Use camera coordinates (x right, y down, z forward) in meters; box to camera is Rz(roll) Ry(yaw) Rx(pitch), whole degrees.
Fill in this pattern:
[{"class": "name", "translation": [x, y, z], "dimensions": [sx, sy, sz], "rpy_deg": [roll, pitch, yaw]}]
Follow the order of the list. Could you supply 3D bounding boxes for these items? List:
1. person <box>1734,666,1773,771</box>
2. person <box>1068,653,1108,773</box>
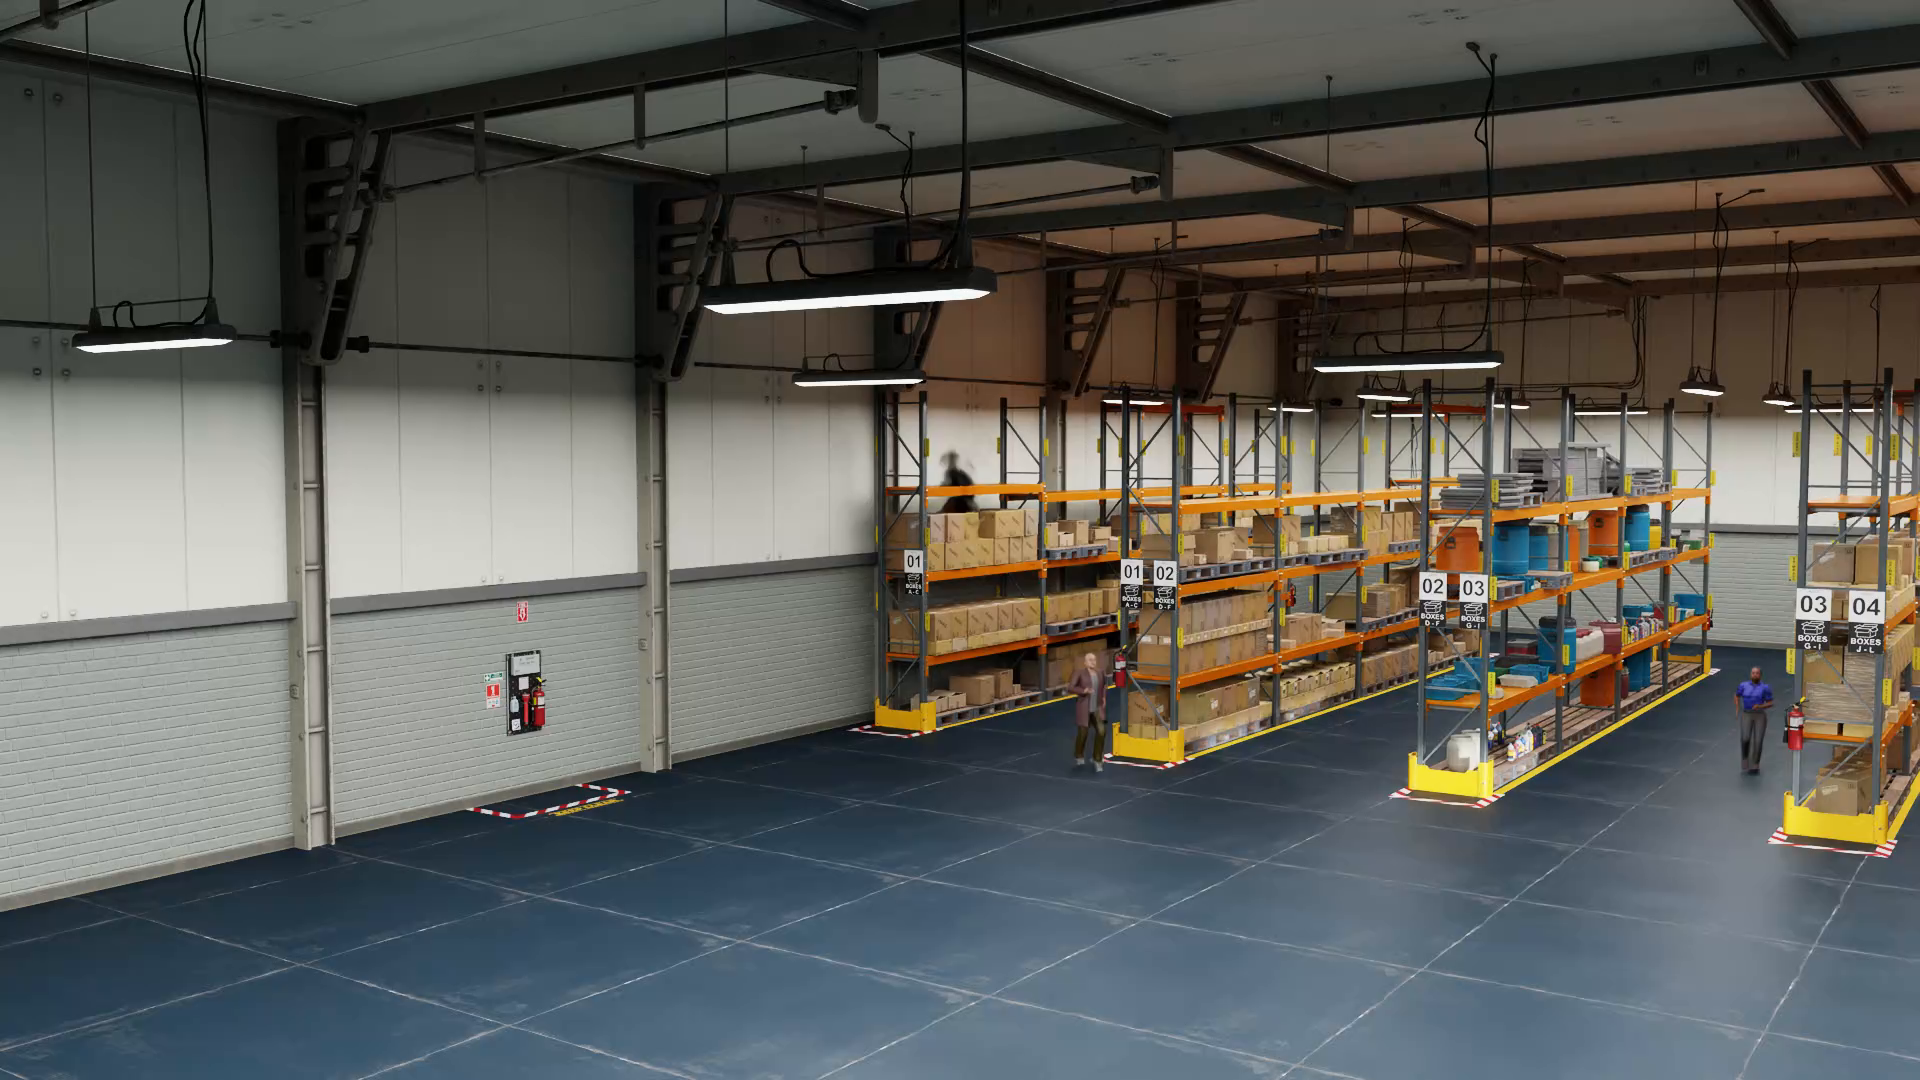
[{"class": "person", "translation": [12.201, 2.755, 25.593], "dimensions": [0.550, 1.626, 0.646], "rpy_deg": [2, 4, 27]}, {"class": "person", "translation": [2.011, 2.679, 25.863], "dimensions": [0.708, 1.844, 0.742], "rpy_deg": [-1, 3, -14]}]
